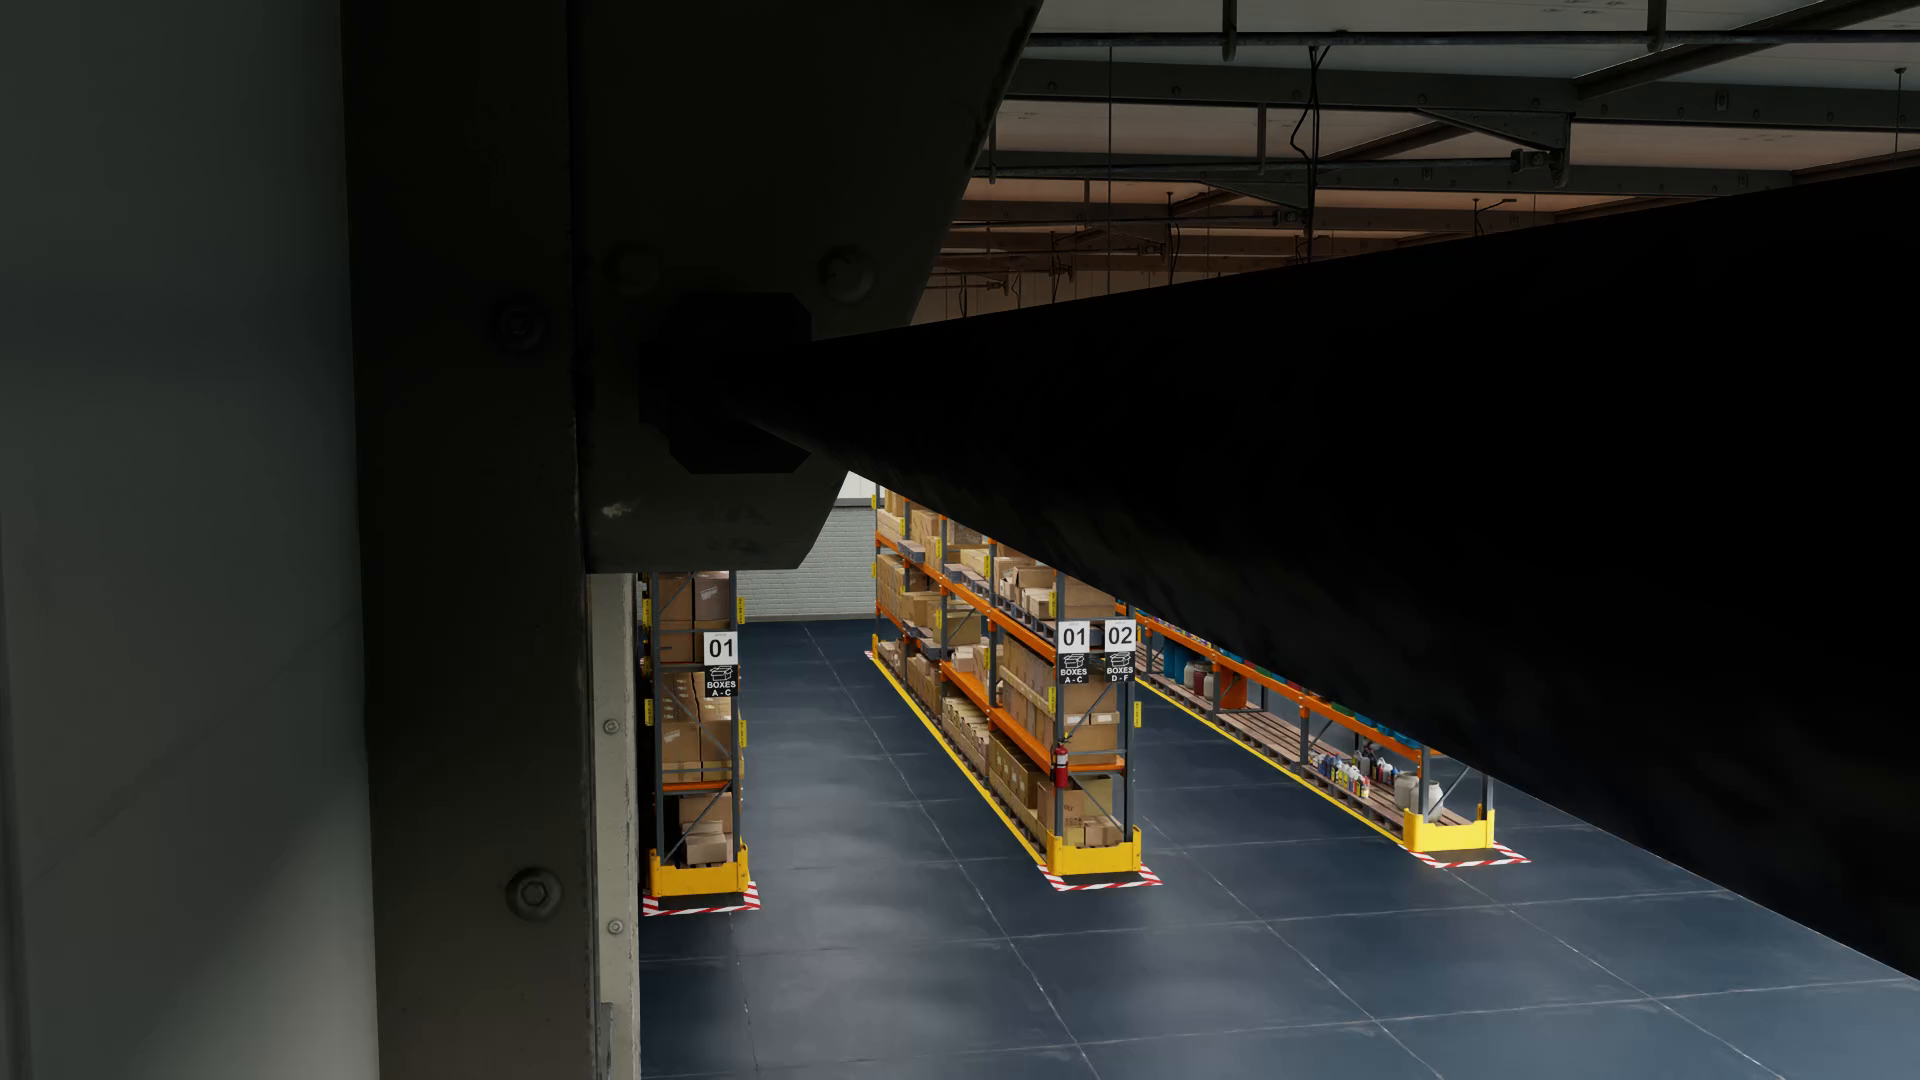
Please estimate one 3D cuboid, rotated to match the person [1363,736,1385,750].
[{"bbox_3d":[6.895,2.578,27.932,0.488,1.782,0.605,-4,7,-33],"label":"person"}]
